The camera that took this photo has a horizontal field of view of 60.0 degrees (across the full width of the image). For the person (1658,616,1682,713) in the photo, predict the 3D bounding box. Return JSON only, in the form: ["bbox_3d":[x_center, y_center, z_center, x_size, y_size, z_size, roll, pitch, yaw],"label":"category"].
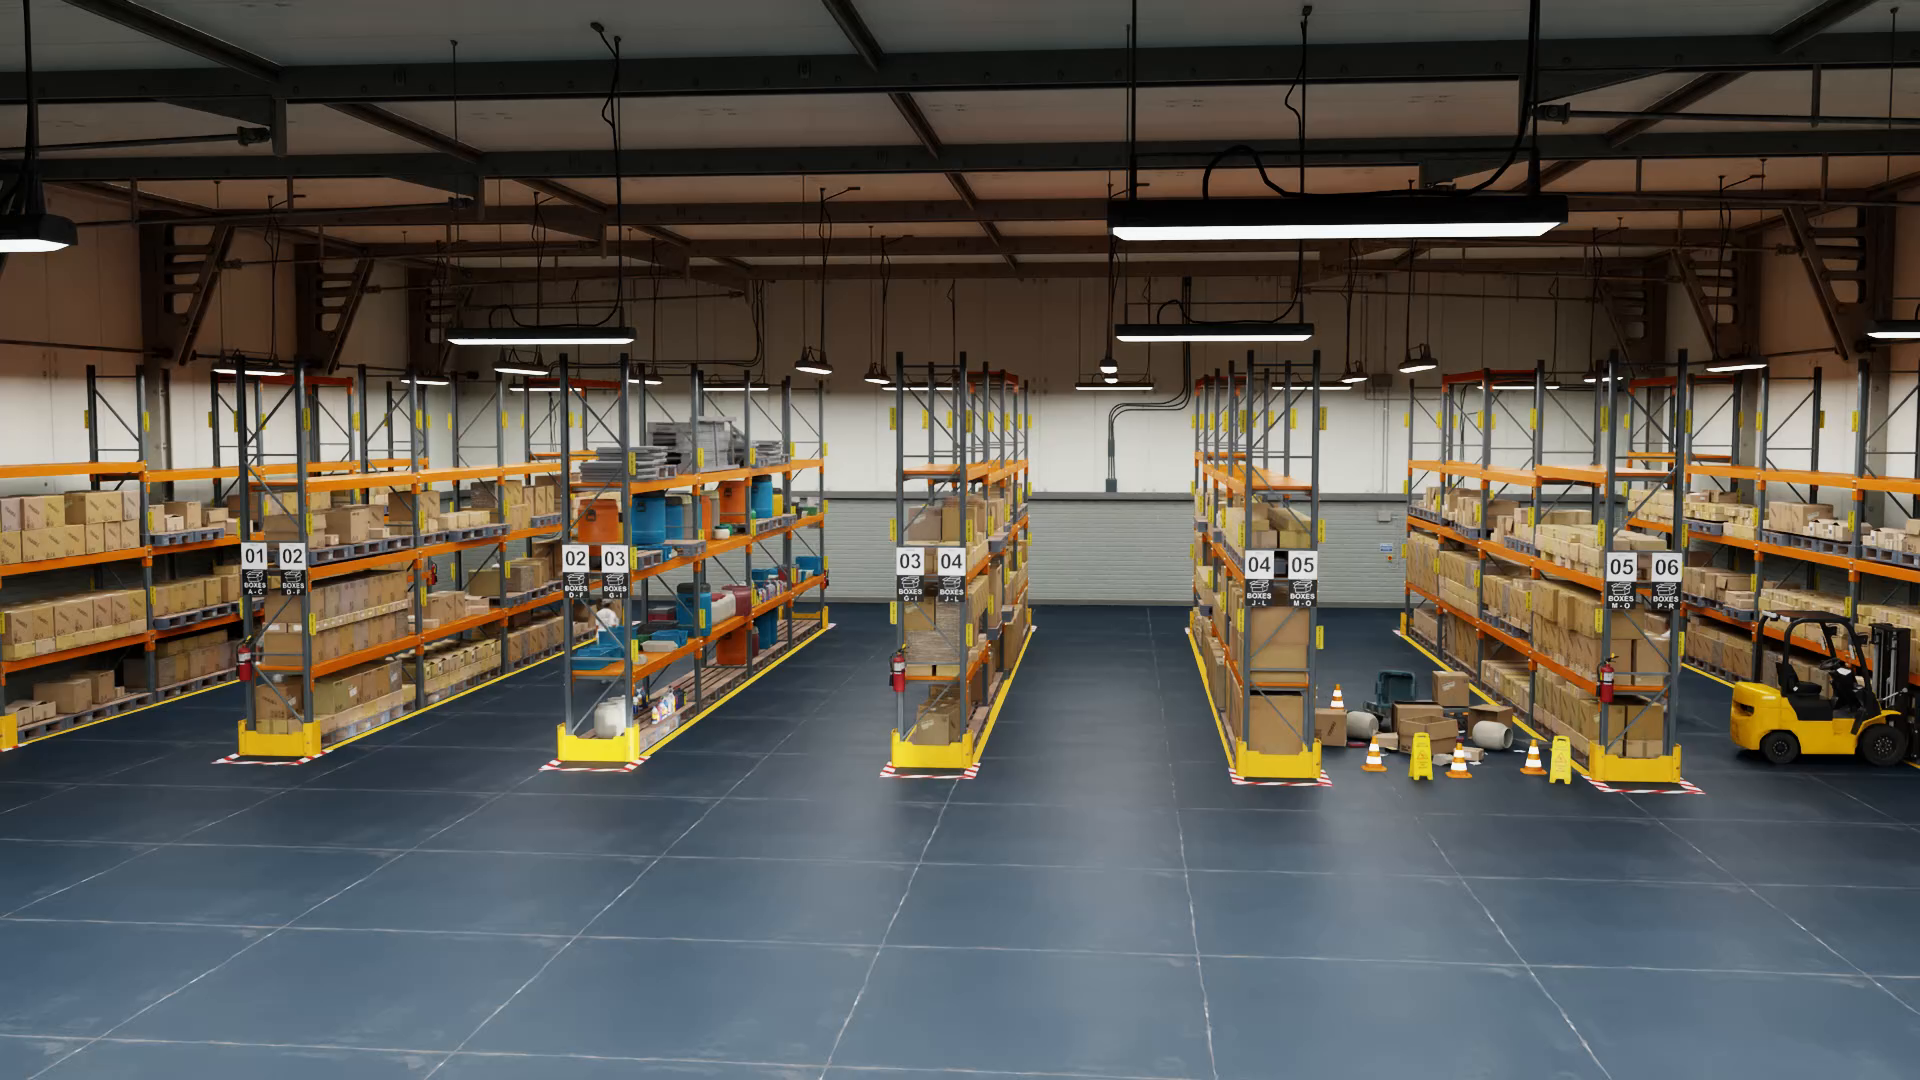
[{"bbox_3d":[12.169,2.151,28.518,0.486,1.691,0.396,-2,4,-21],"label":"person"}]

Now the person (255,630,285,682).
[{"bbox_3d":[-11.752,2.106,28.442,0.533,1.727,1.096,0,4,3],"label":"person"}]

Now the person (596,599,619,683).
[{"bbox_3d":[-6.749,1.919,31.781,0.526,1.663,0.502,2,5,31],"label":"person"}]

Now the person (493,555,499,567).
[{"bbox_3d":[-11.710,1.156,42.387,1.059,1.607,0.412,0,4,2],"label":"person"}]
